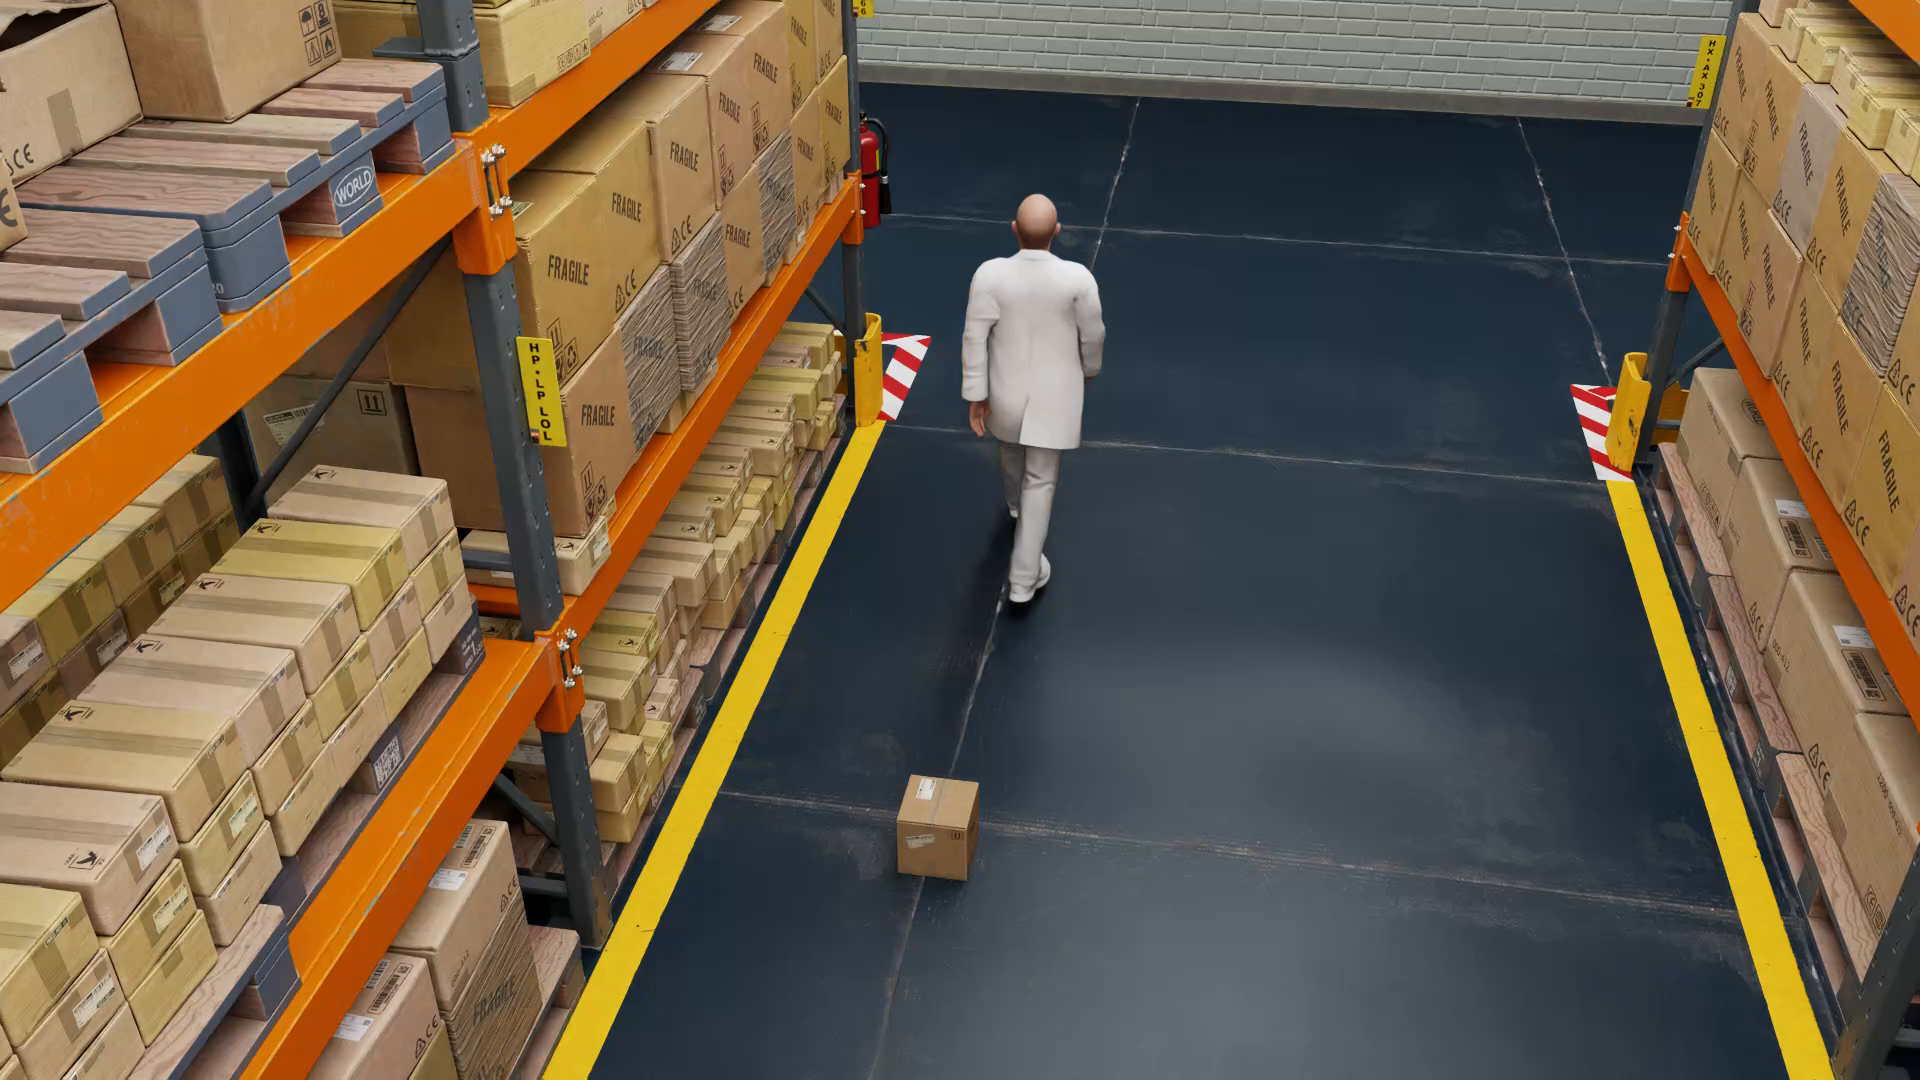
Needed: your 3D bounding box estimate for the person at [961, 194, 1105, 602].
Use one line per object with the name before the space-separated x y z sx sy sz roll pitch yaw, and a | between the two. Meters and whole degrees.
person | 0.336 -0.710 7.256 0.589 1.719 1.116 6 32 10
